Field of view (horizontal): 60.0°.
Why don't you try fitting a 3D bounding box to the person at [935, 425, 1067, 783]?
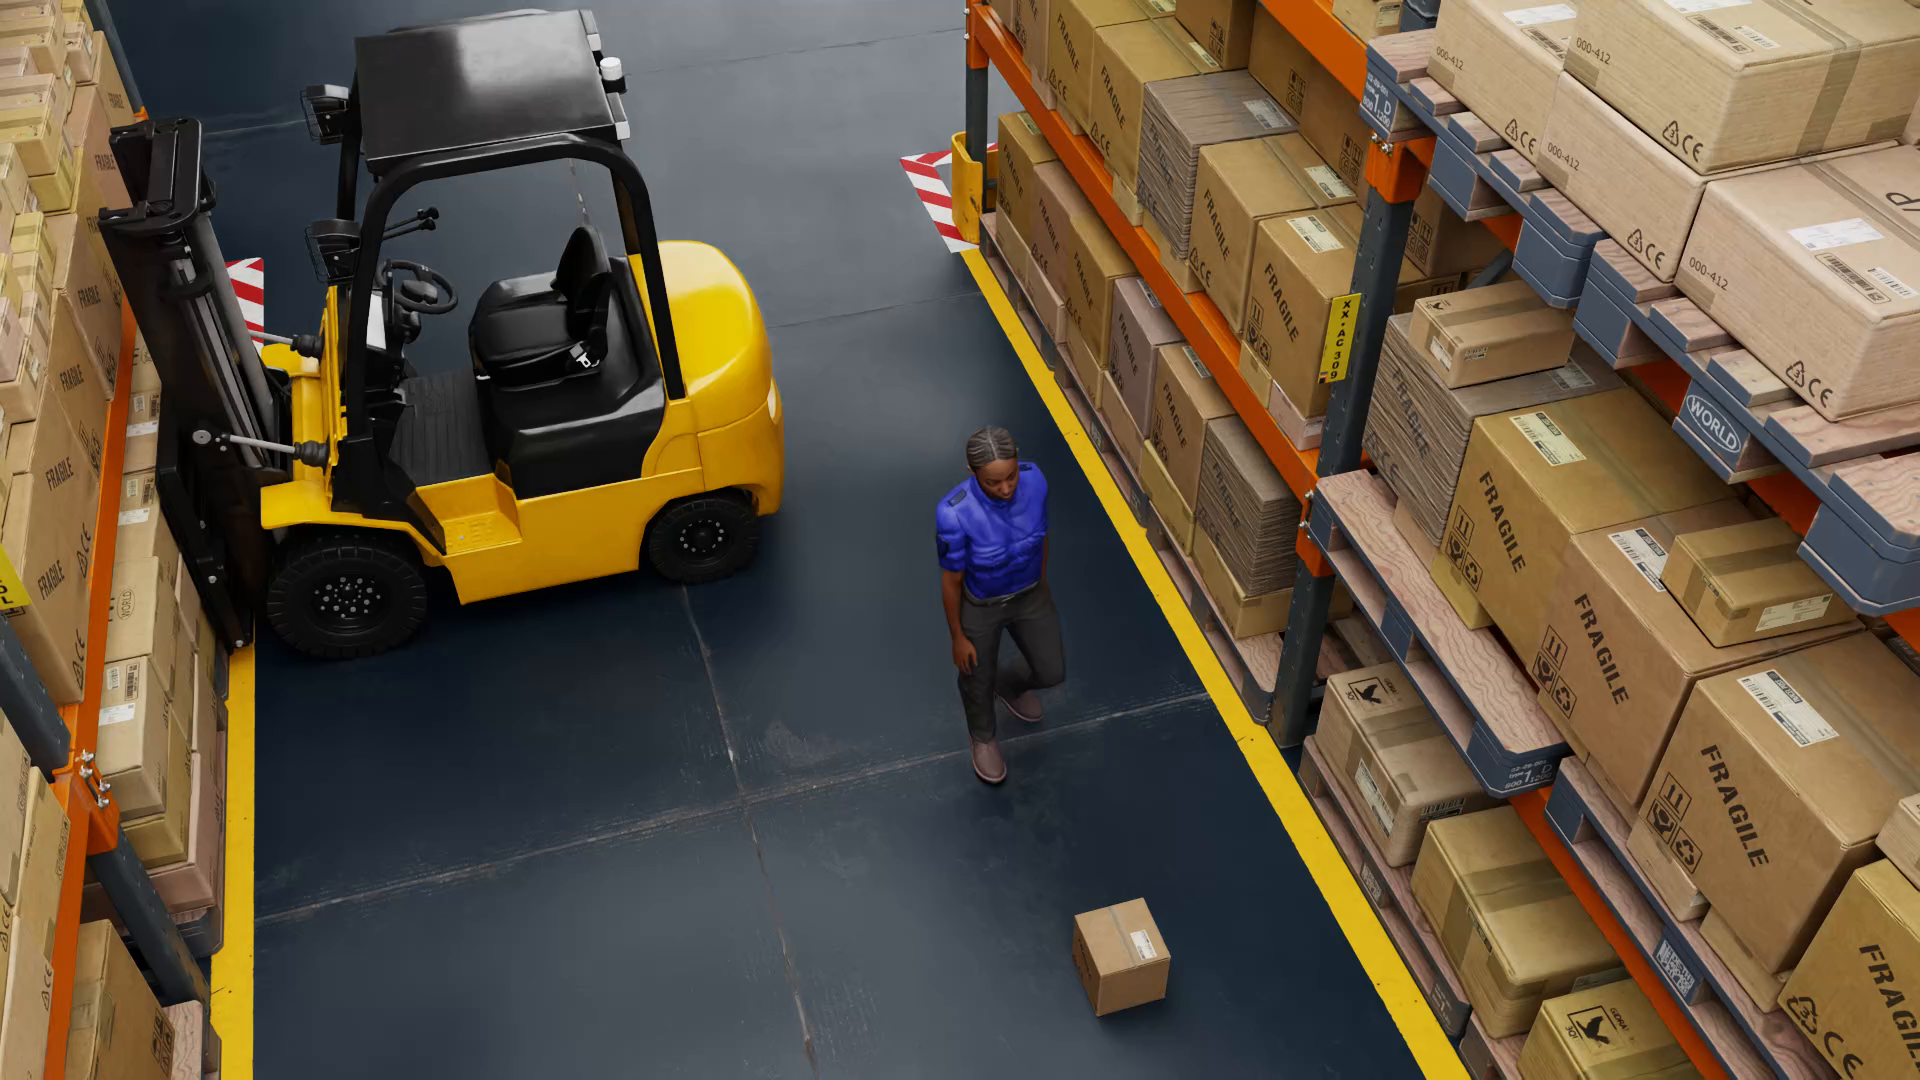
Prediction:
[{"bbox_3d":[0.124,0.189,5.926,0.500,1.649,0.436,-17,45,-18],"label":"person"}]
